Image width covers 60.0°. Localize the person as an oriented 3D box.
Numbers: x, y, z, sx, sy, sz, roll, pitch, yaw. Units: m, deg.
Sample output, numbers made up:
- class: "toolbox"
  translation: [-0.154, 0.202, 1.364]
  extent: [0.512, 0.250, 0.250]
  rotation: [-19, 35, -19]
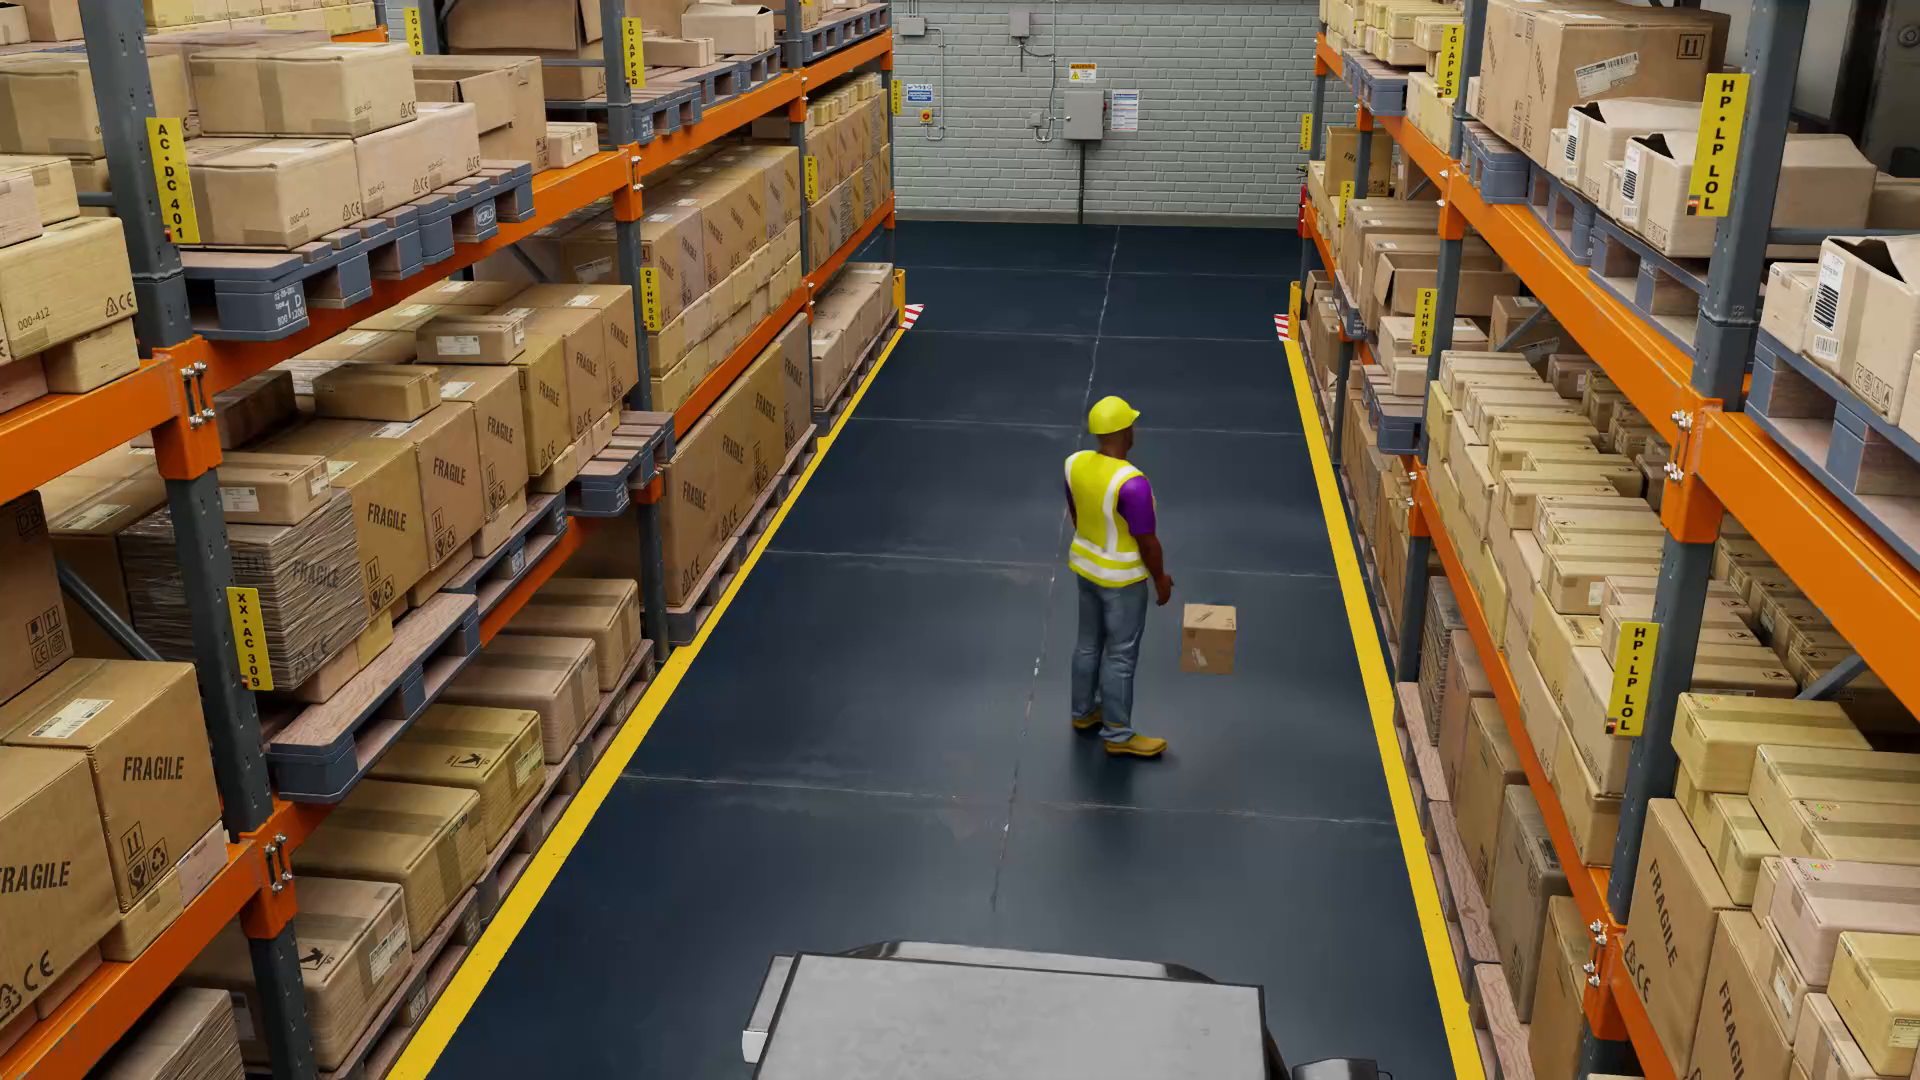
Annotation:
- class: "person"
  translation: [0.753, 0.157, 8.076]
  extent: [0.414, 1.775, 0.615]
  rotation: [-14, 25, -32]
